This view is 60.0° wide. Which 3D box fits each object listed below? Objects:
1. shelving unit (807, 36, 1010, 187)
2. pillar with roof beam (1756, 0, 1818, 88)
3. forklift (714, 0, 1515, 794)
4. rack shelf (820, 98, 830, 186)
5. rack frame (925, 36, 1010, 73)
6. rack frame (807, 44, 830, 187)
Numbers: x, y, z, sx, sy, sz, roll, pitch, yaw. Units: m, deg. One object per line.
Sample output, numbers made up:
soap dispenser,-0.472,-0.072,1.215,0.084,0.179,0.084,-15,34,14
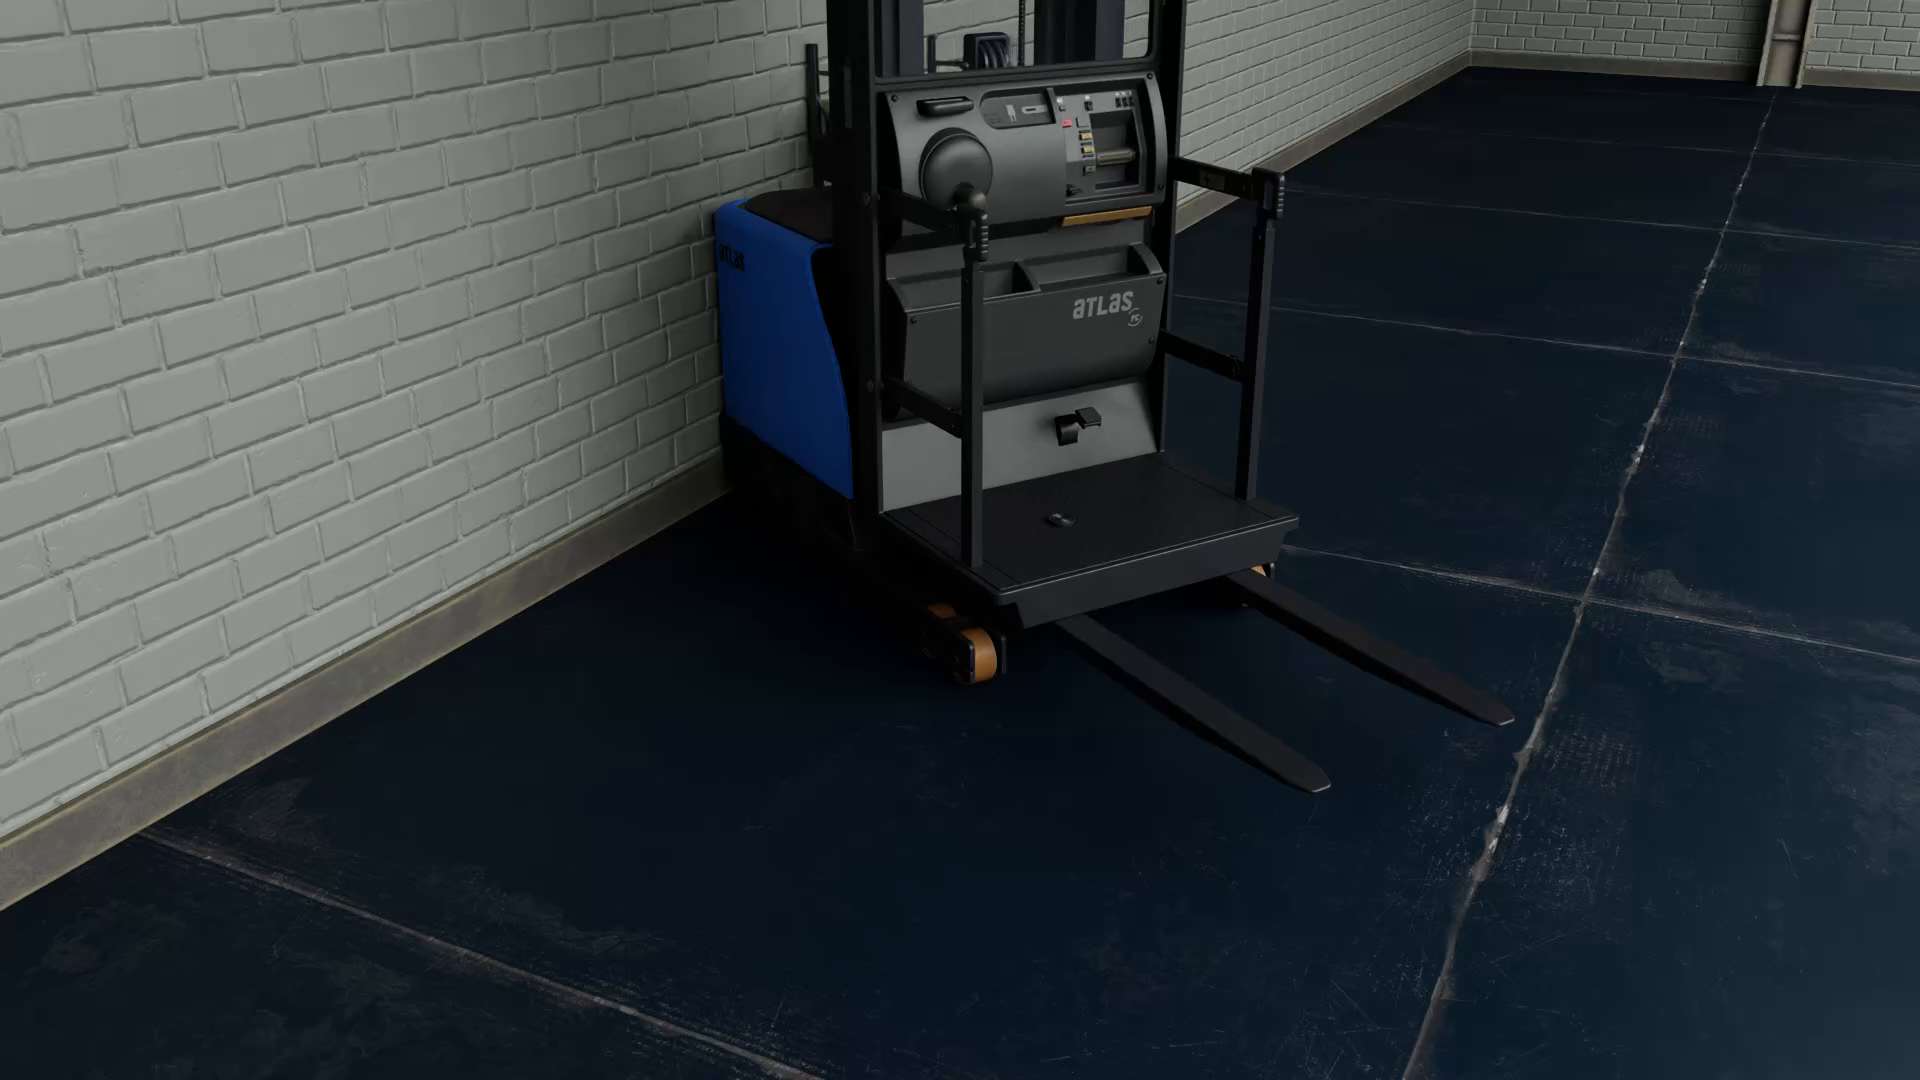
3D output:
shelving unit,-0.173,-1.194,6.572,0.431,1.500,0.755,12,23,34
pillar with roof beam,5.999,-7.050,10.830,0.400,9.000,9.100,11,25,25
forklift,0.320,-1.139,4.684,1.130,2.935,3.031,-13,26,-28
rack shelf,-0.179,-1.563,6.446,0.431,0.370,0.720,12,23,34
rack frame,0.040,-1.294,6.853,0.400,1.500,0.023,12,23,34
rack frame,-0.385,-1.094,6.291,0.400,1.500,0.023,12,23,34
